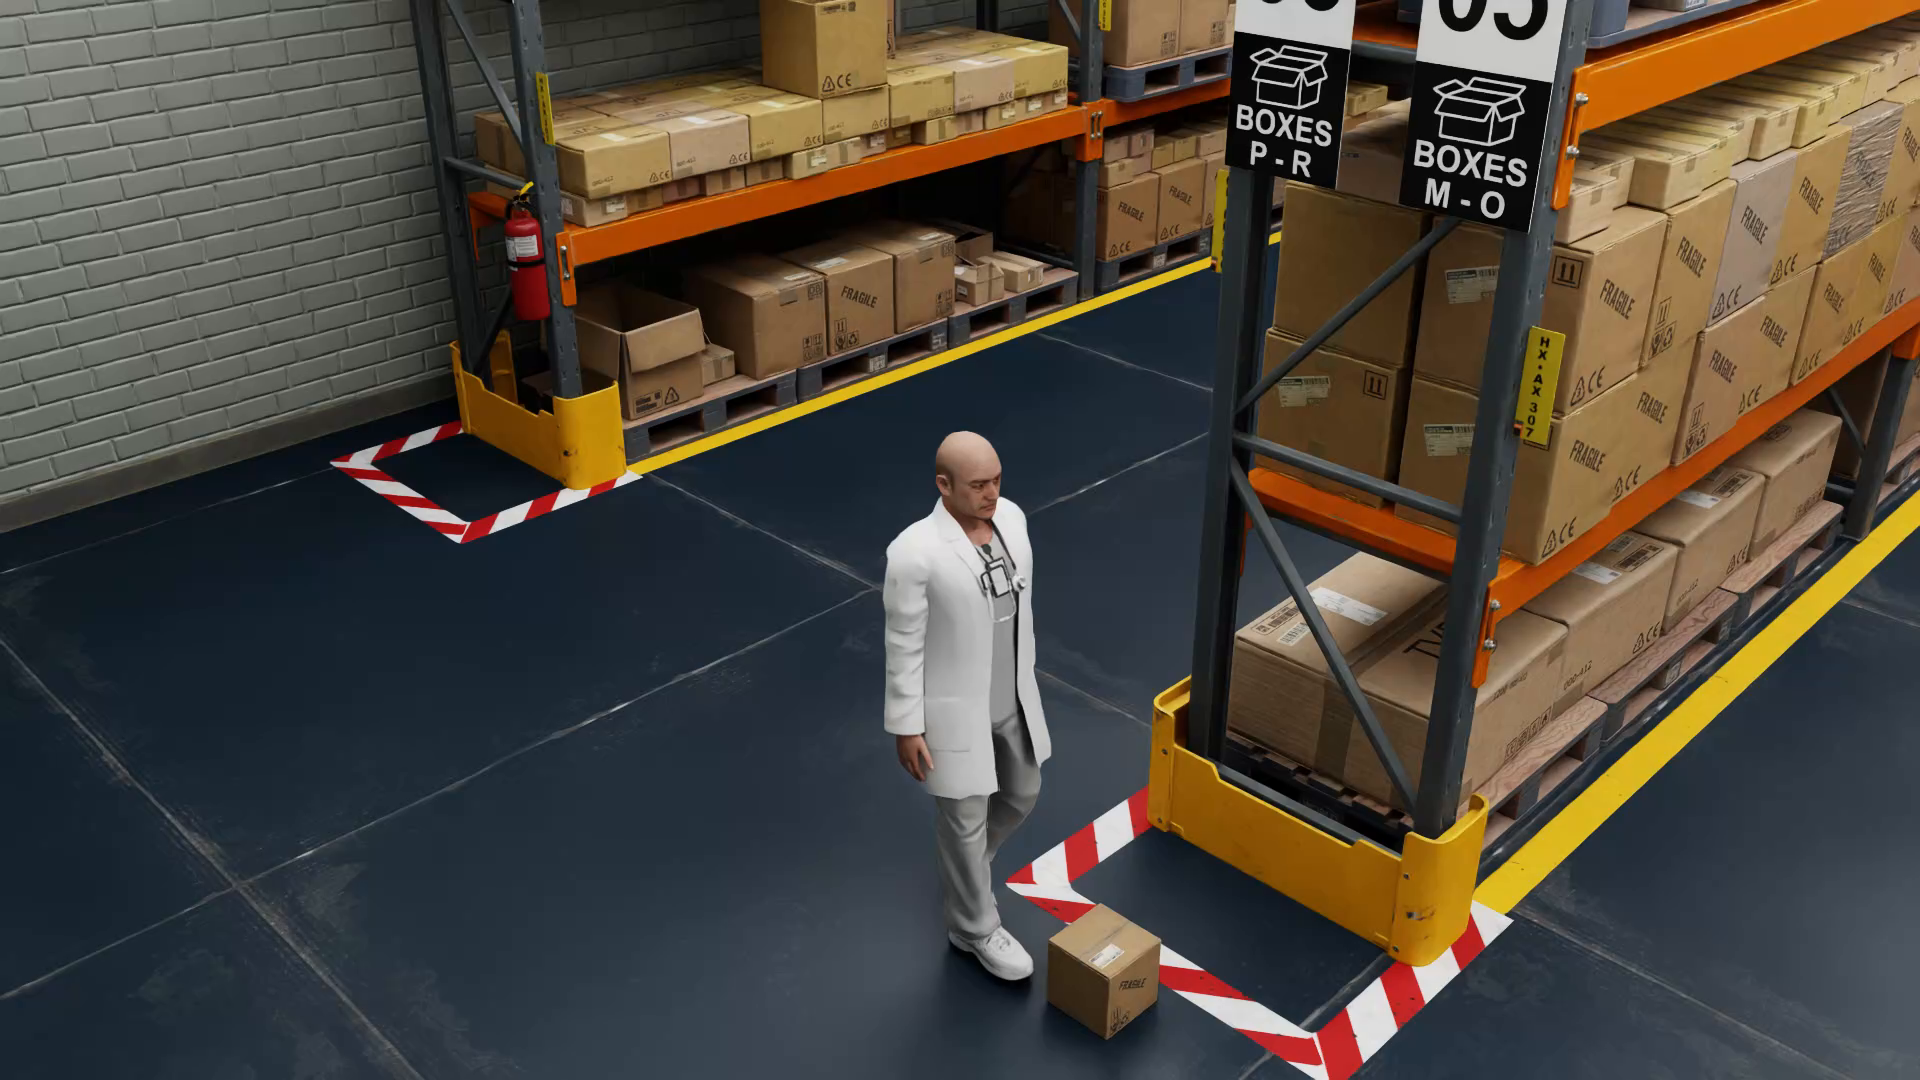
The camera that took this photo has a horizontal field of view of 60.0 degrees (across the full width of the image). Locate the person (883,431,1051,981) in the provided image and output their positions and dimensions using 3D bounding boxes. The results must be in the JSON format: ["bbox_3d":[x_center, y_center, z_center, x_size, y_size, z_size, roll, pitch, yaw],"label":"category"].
[{"bbox_3d":[0.032,0.516,5.146,0.625,1.799,0.683,-22,34,-35],"label":"person"}]
